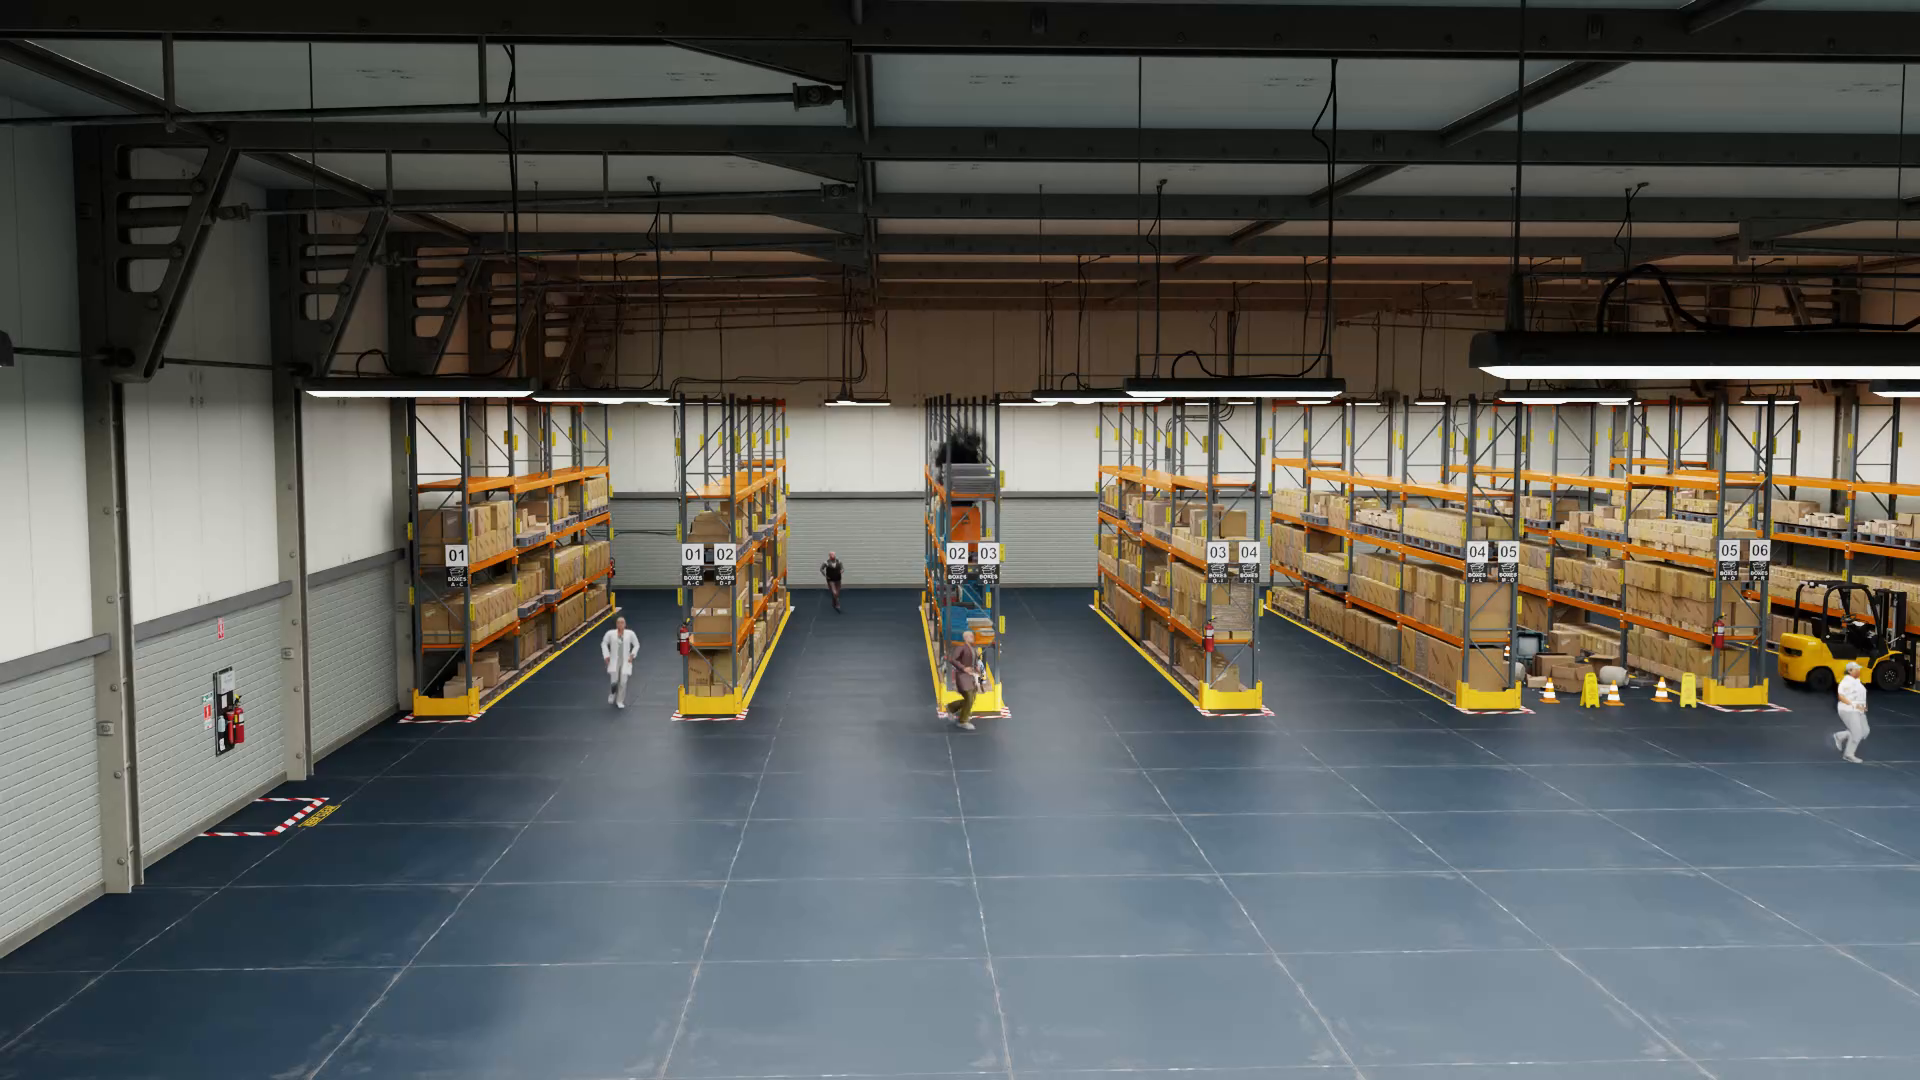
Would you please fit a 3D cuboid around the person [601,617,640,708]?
[{"bbox_3d":[-6.496,2.344,31.880,0.718,1.736,0.600,-1,5,-14],"label":"person"}]

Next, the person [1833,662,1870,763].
[{"bbox_3d":[14.476,2.788,27.062,0.609,1.629,0.556,-4,6,-39],"label":"person"}]

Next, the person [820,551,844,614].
[{"bbox_3d":[-3.567,1.177,46.734,0.670,1.737,0.883,-2,5,-26],"label":"person"}]

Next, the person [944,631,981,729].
[{"bbox_3d":[0.061,2.505,30.038,0.705,1.732,0.747,3,5,34],"label":"person"}]
